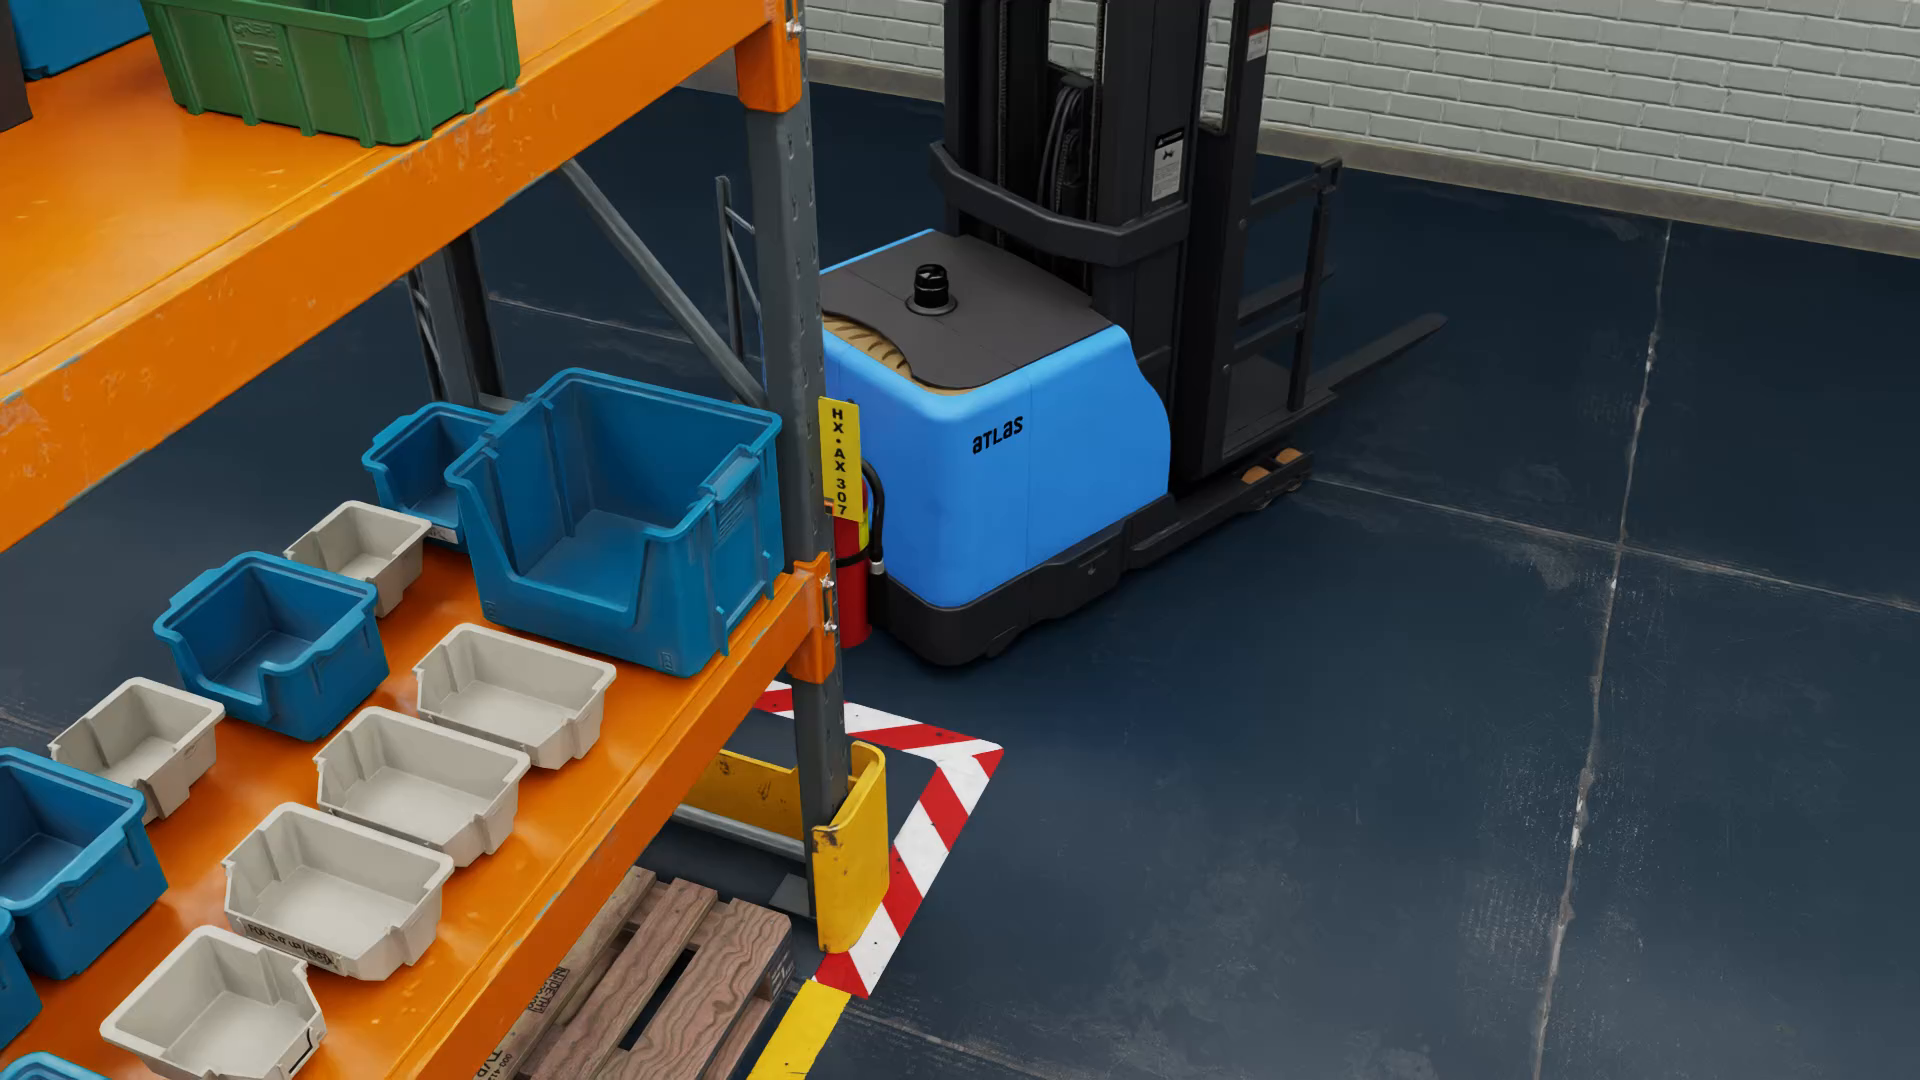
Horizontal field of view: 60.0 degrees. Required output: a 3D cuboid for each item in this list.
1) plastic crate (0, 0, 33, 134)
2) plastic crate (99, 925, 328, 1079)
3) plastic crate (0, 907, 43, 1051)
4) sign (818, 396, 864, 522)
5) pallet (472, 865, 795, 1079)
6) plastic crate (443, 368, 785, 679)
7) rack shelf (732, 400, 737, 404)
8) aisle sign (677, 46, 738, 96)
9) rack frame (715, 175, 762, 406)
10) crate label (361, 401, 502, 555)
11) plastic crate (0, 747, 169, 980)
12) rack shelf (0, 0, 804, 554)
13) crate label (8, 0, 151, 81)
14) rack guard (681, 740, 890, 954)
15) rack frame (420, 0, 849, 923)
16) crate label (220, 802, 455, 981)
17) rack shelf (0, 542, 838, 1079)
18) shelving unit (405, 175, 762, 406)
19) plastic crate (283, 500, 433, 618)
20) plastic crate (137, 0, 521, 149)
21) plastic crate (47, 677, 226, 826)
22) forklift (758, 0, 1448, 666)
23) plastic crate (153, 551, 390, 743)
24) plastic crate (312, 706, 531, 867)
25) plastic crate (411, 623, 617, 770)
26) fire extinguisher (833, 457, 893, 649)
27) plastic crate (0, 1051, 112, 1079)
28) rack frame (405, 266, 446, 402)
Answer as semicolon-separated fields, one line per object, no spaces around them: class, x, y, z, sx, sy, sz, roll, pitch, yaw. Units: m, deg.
plastic crate;-1.626;-0.628;2.131;0.504;0.338;0.767;14;39;18
plastic crate;-1.236;0.825;2.811;0.298;0.136;0.250;14;39;18
plastic crate;-1.804;0.765;2.810;0.416;0.233;0.300;14;39;18
sign;-0.275;-0.184;3.854;0.100;0.325;0.005;14;39;18
pallet;-1.140;1.330;4.294;1.003;0.211;1.213;14;39;18
plastic crate;-0.745;-0.045;3.725;0.616;0.435;0.499;14;39;18
rack shelf;-1.052;-0.121;5.459;1.000;0.185;0.538;-22;42;-26
aisle sign;-0.492;-1.249;3.244;0.394;0.787;0.004;14;39;18
rack frame;-0.629;-0.433;5.576;0.032;1.500;0.500;-22;42;-26
crate label;-1.189;-0.130;4.008;0.416;0.233;0.303;14;39;18
plastic crate;-1.690;0.599;3.033;0.416;0.233;0.300;14;39;18
rack shelf;-1.551;-0.041;1.894;1.077;0.370;4.000;14;39;18
crate label;-1.440;-0.939;2.620;0.408;0.251;0.502;14;39;18
rack guard;-0.793;0.750;4.829;1.175;0.500;0.348;14;39;18
rack frame;-0.790;-0.235;4.058;1.000;3.000;0.127;14;39;18
crate label;-1.140;0.657;3.036;0.396;0.136;0.243;14;39;18
rack shelf;-1.551;1.161;2.792;1.077;0.370;4.000;14;39;18
shelving unit;-1.045;-0.268;5.355;1.083;1.500;0.587;-22;42;-26
plastic crate;-1.387;0.067;3.825;0.250;0.136;0.298;14;39;18
plastic crate;-0.901;-0.740;2.406;0.450;0.188;0.336;14;39;18
plastic crate;-1.645;0.443;3.322;0.250;0.136;0.298;14;39;18
forklift;0.746;-1.501;5.810;3.031;2.935;1.130;-28;45;-32
plastic crate;-1.439;0.235;3.520;0.416;0.233;0.300;14;39;18
plastic crate;-1.057;0.497;3.250;0.396;0.136;0.243;14;39;18
plastic crate;-0.933;0.340;3.460;0.396;0.136;0.243;14;39;18
fire extinguisher;-0.313;-0.034;4.166;0.296;0.674;0.183;14;39;18
plastic crate;-1.335;1.004;2.491;0.416;0.233;0.300;14;39;18
rack frame;-1.476;-0.096;5.126;0.032;1.500;0.500;-22;42;-26
